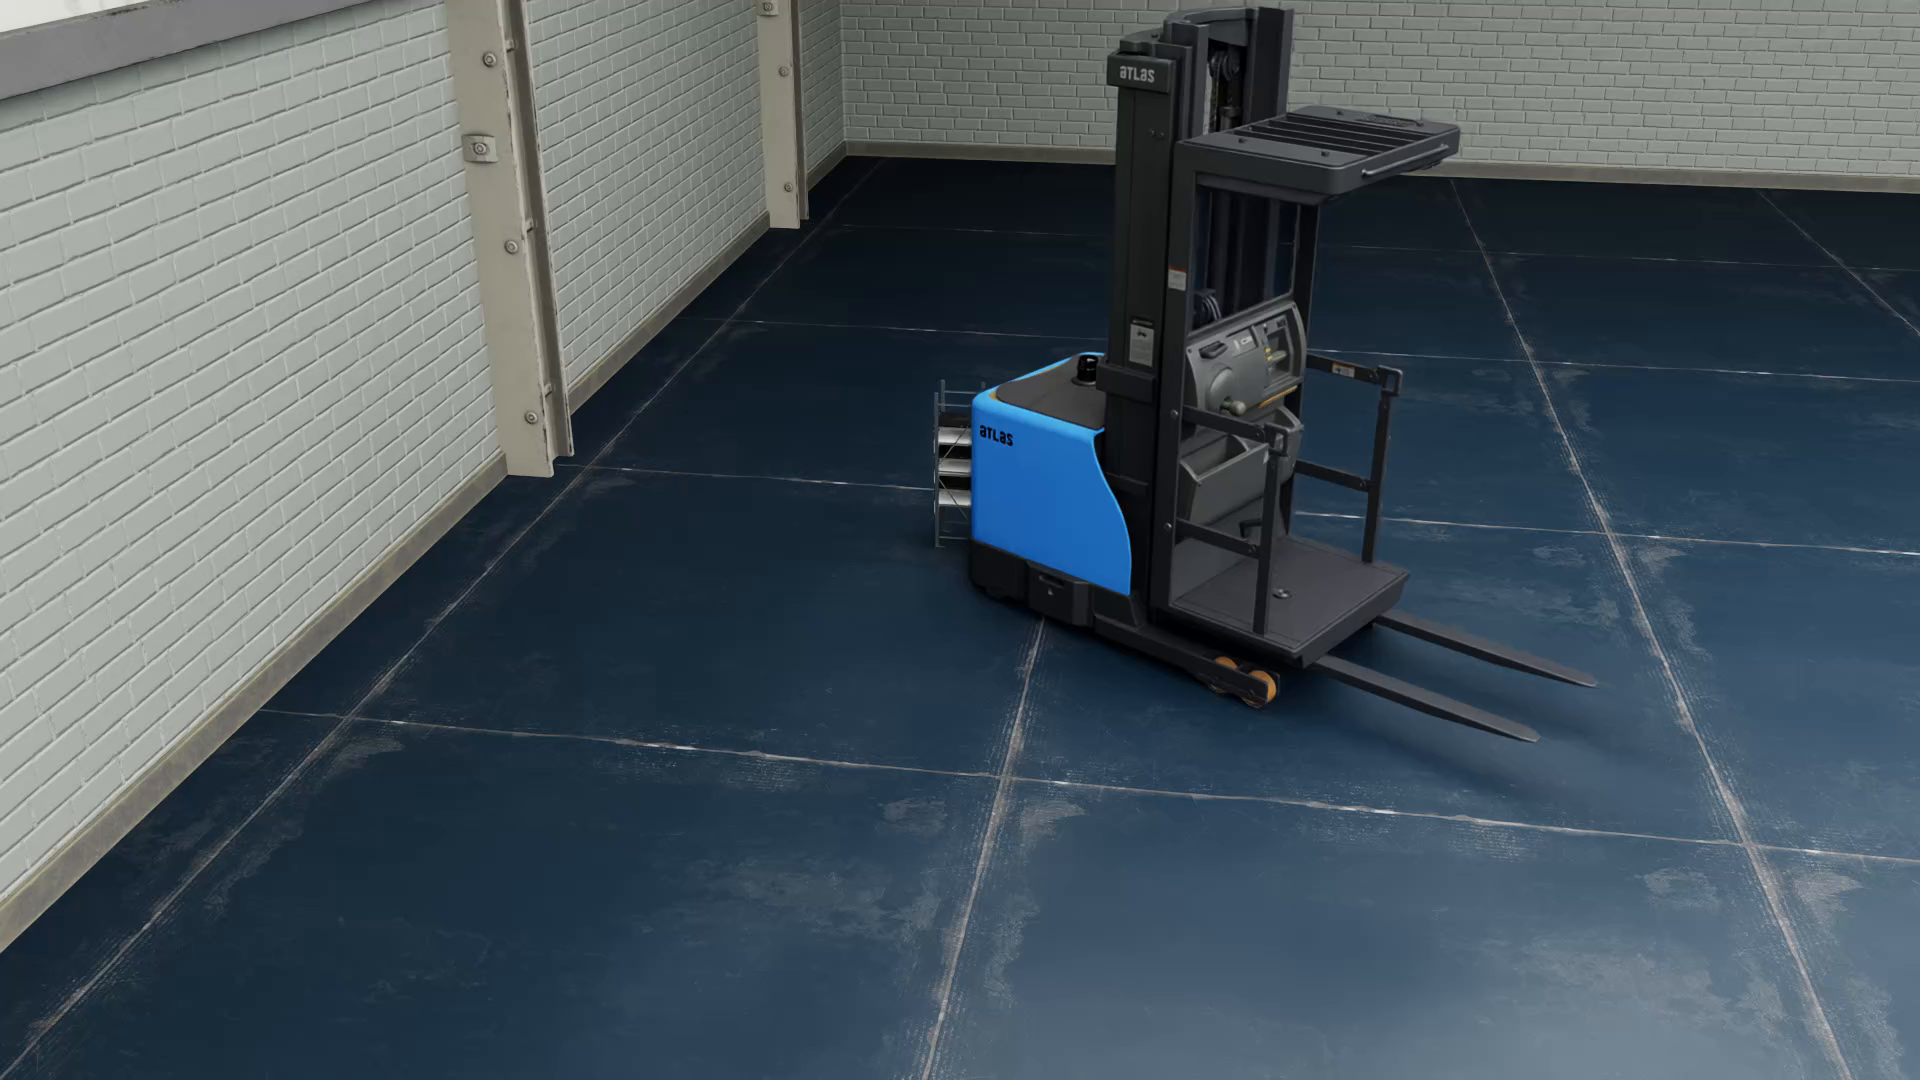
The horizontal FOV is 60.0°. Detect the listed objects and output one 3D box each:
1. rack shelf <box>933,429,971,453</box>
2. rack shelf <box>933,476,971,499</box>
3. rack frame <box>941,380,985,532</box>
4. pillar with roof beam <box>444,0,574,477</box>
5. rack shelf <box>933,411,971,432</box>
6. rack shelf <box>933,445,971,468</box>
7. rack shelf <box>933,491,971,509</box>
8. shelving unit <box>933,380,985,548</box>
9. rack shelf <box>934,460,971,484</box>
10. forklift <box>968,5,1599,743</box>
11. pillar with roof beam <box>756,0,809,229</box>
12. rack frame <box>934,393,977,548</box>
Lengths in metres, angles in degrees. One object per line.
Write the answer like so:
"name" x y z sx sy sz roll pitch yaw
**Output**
"rack shelf" -0.001 -0.537 8.990 0.258 0.077 0.200 4 25 9
"rack shelf" -0.001 -0.292 9.104 0.258 0.077 0.200 4 25 9
"rack frame" 0.015 -0.447 9.143 0.240 0.900 0.006 4 25 9
"pillar with roof beam" 1.650 -4.250 7.714 9.100 9.000 0.400 4 25 9
"rack shelf" -0.001 -0.619 8.952 0.258 0.077 0.200 4 25 9
"rack shelf" -0.001 -0.455 9.028 0.258 0.077 0.200 4 25 9
"rack shelf" -0.001 -0.211 9.142 0.258 0.077 0.200 4 25 9
"shelving unit" -0.001 -0.404 9.052 0.258 0.900 0.210 4 25 9
"rack shelf" -0.001 -0.374 9.066 0.258 0.077 0.200 4 25 9
"forklift" 1.481 -0.813 7.530 3.031 2.935 1.130 20 32 37
"pillar with roof beam" 2.631 -6.759 13.075 9.100 9.000 0.400 4 25 9
"rack frame" -0.018 -0.362 8.961 0.240 0.900 0.006 4 25 9
